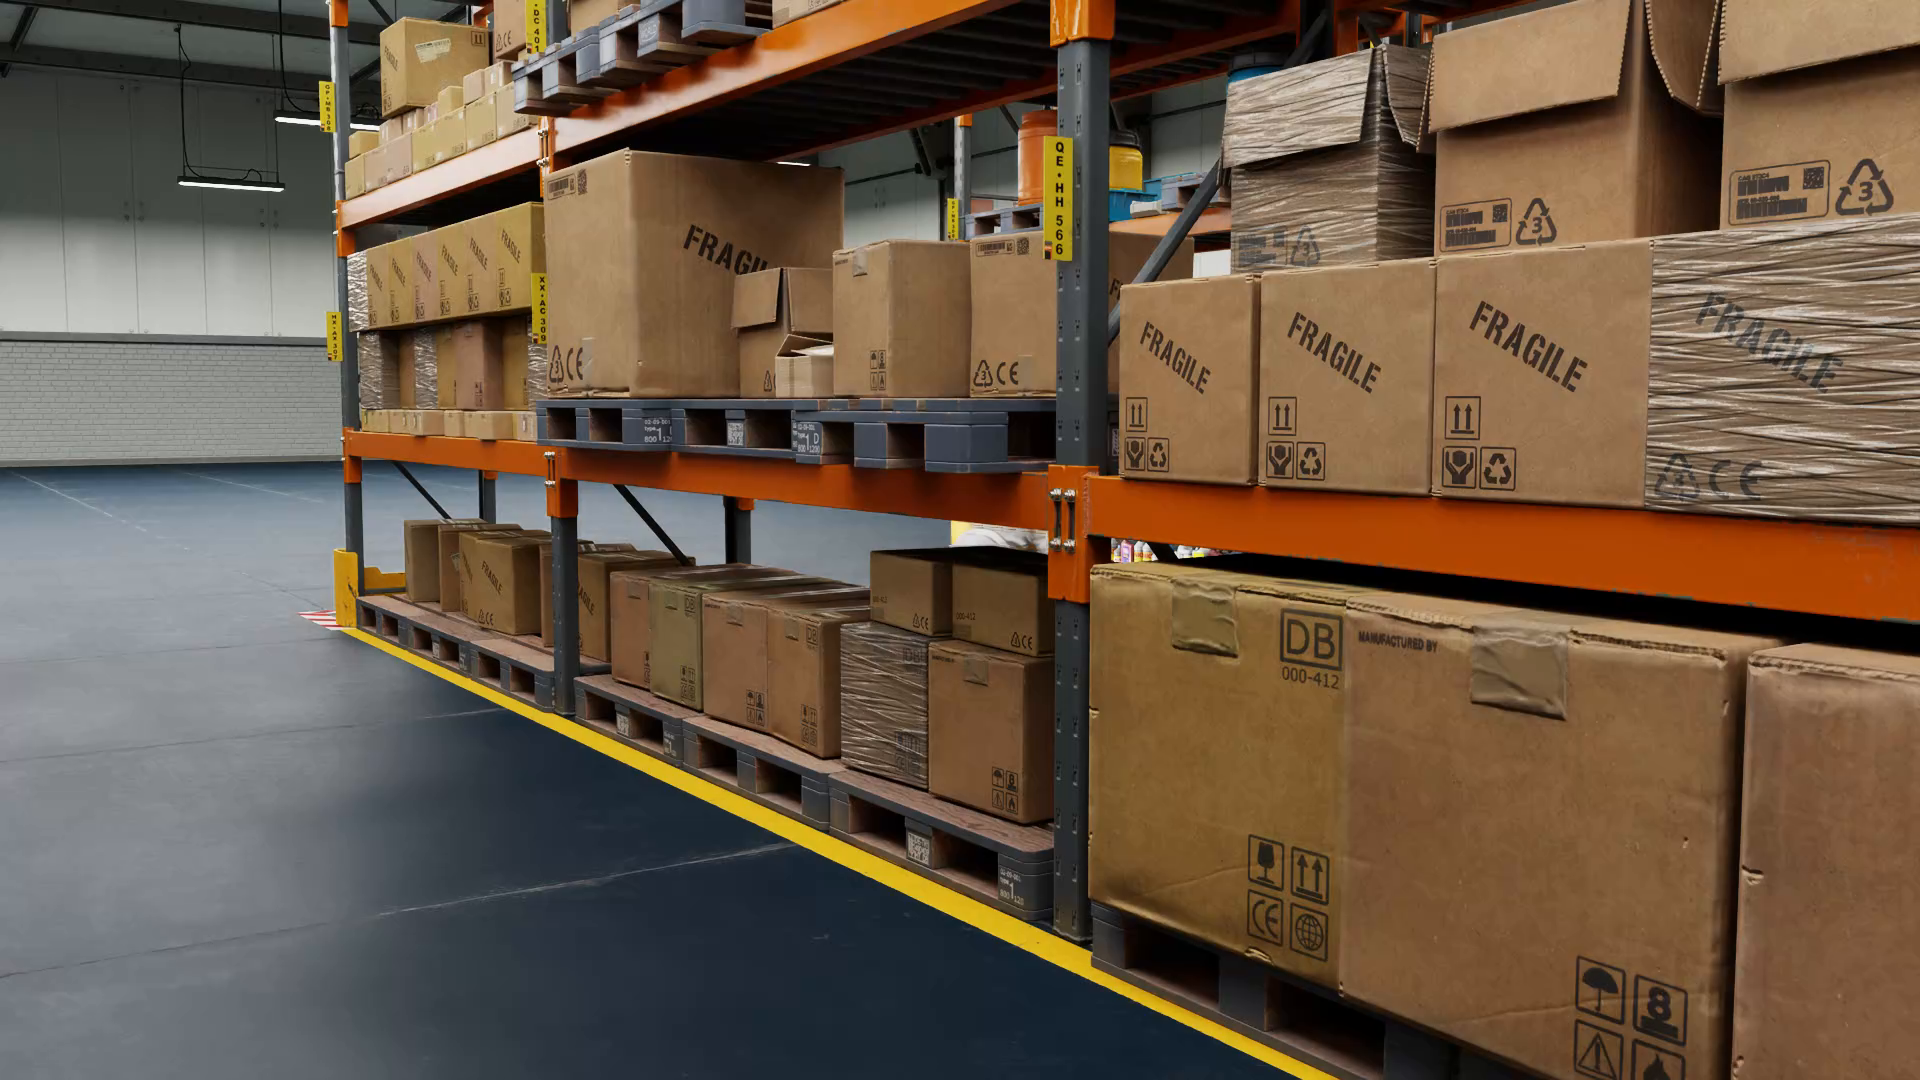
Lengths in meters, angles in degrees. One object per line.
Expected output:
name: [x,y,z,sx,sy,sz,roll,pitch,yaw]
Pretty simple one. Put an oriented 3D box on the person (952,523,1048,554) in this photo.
person: [0.313,0.143,10.353,0.840,1.006,0.498,-3,6,-34]
